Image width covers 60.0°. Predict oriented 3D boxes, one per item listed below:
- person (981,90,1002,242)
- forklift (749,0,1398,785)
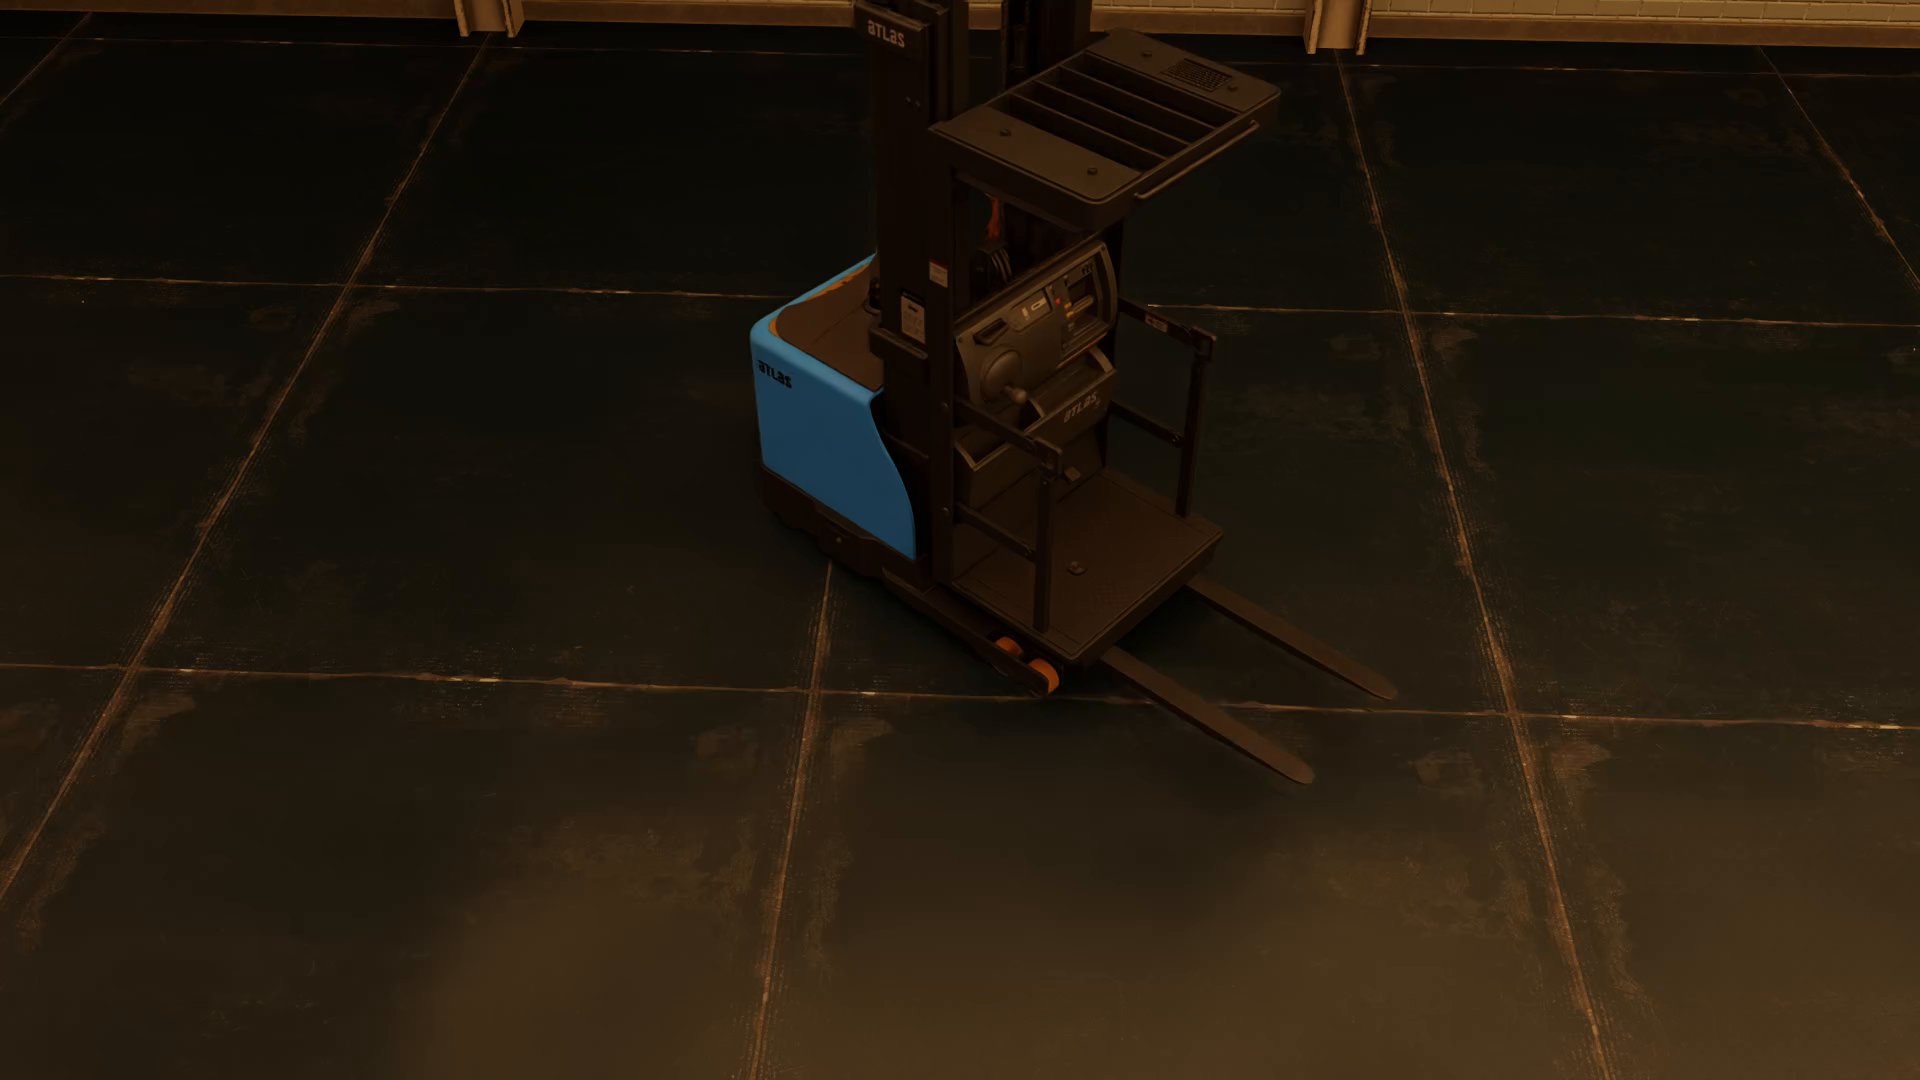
[{"bbox_3d":[0.357,-1.869,8.681,0.449,1.731,0.871,7,43,7],"label":"person"},{"bbox_3d":[0.474,-0.808,6.628,3.031,2.935,1.130,32,51,30],"label":"forklift"}]
